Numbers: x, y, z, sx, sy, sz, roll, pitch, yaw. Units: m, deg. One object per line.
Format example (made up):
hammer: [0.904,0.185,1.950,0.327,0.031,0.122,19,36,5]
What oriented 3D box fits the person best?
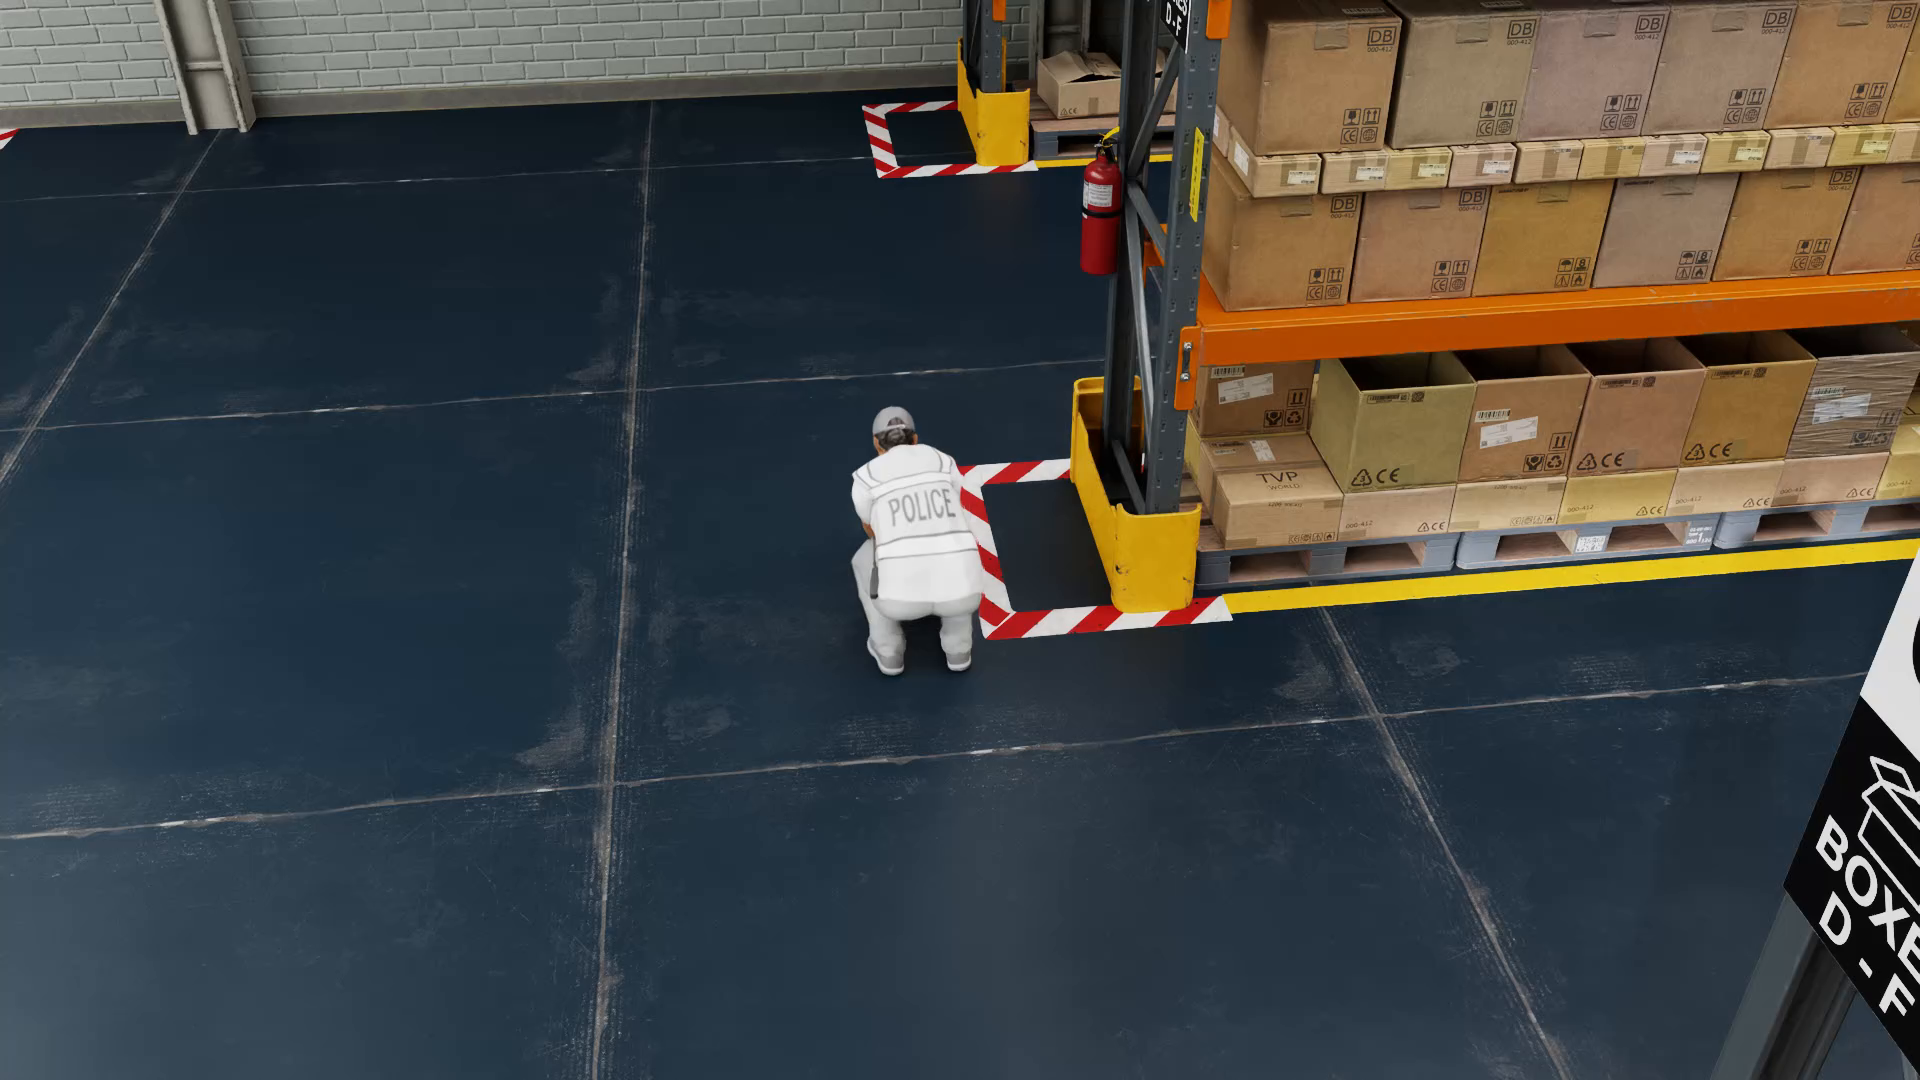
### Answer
person: [-0.181,0.019,6.755,0.512,0.948,0.876,-5,35,-7]
